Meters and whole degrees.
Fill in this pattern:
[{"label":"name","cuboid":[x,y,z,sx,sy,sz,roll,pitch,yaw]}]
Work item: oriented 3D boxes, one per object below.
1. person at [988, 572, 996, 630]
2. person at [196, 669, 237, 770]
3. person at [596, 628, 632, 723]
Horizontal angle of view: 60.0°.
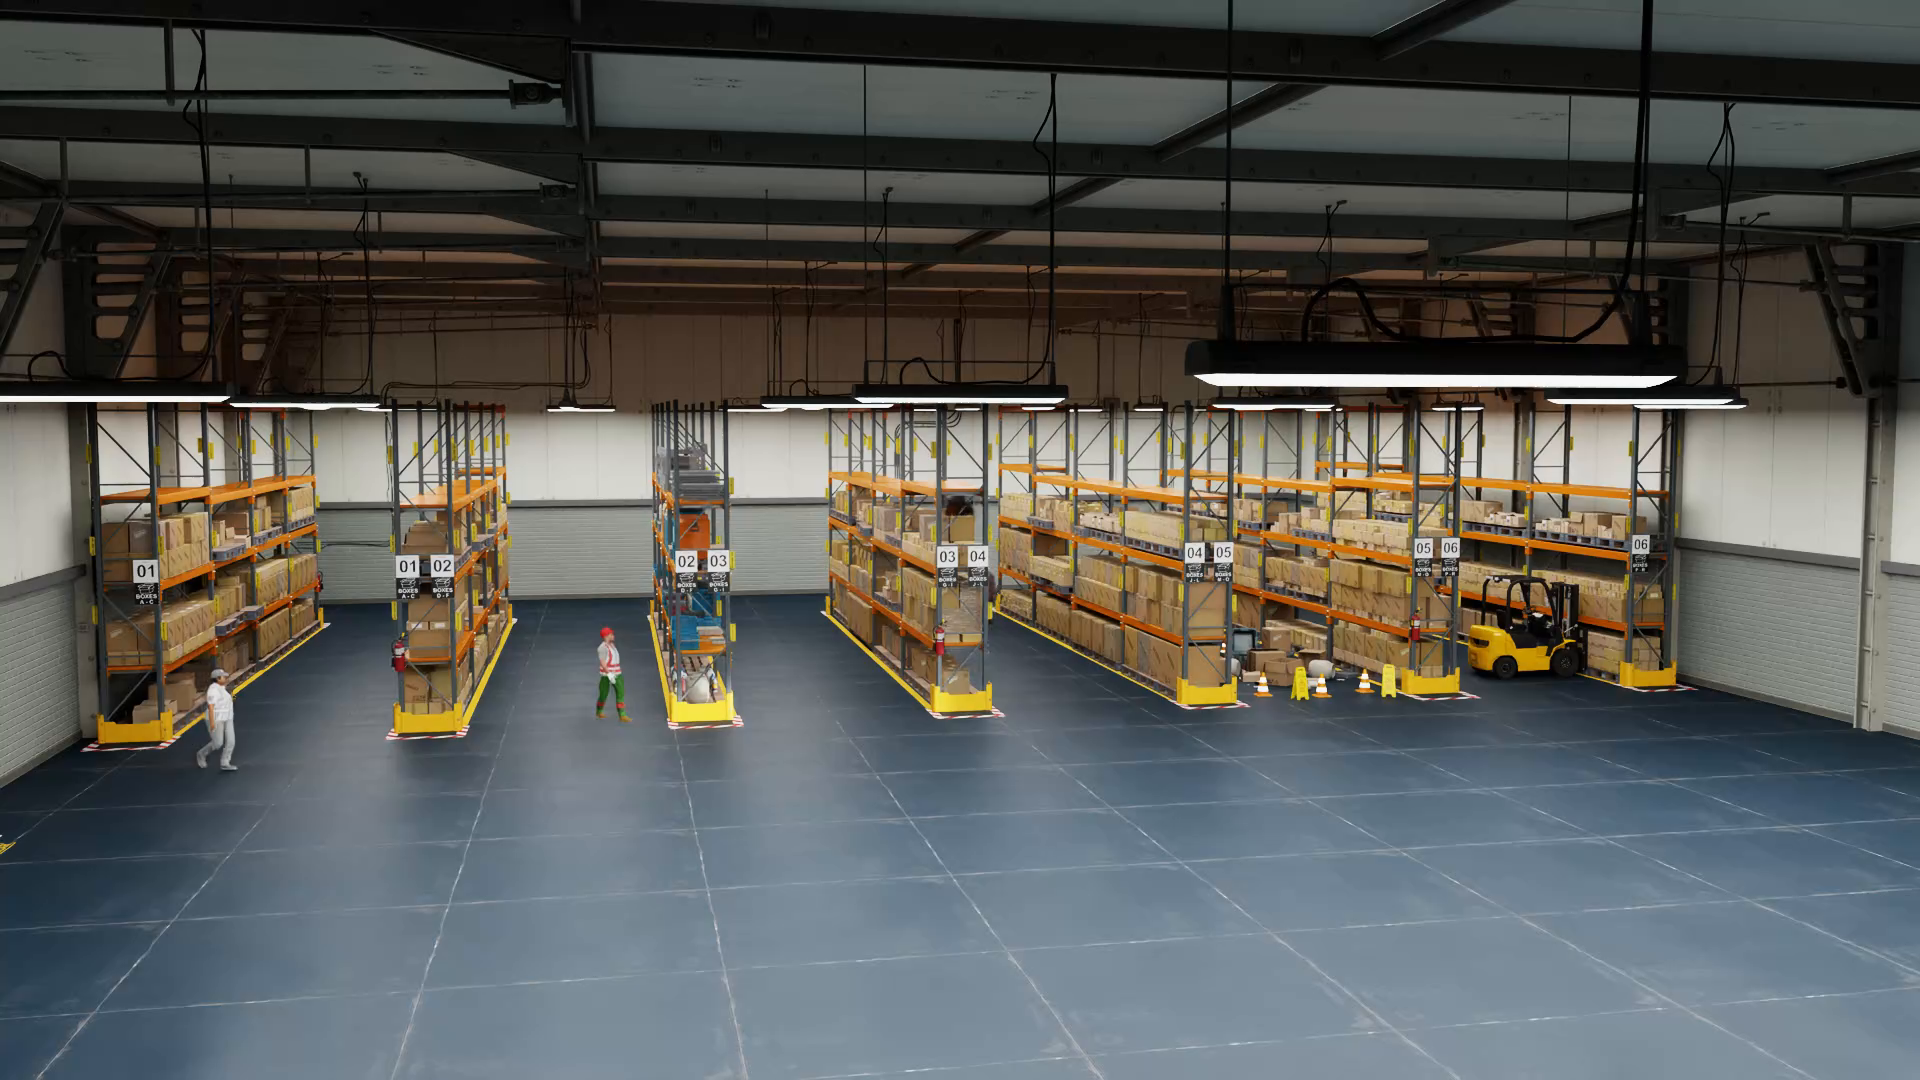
[{"label":"person","cuboid":[0.671,1.486,44.495,0.645,1.742,1.066,-1,4,-12]},{"label":"person","cuboid":[-11.947,2.885,26.708,0.589,1.634,0.514,1,5,19]},{"label":"person","cuboid":[-6.503,2.512,30.948,0.487,1.742,1.020,-3,5,-36]}]
